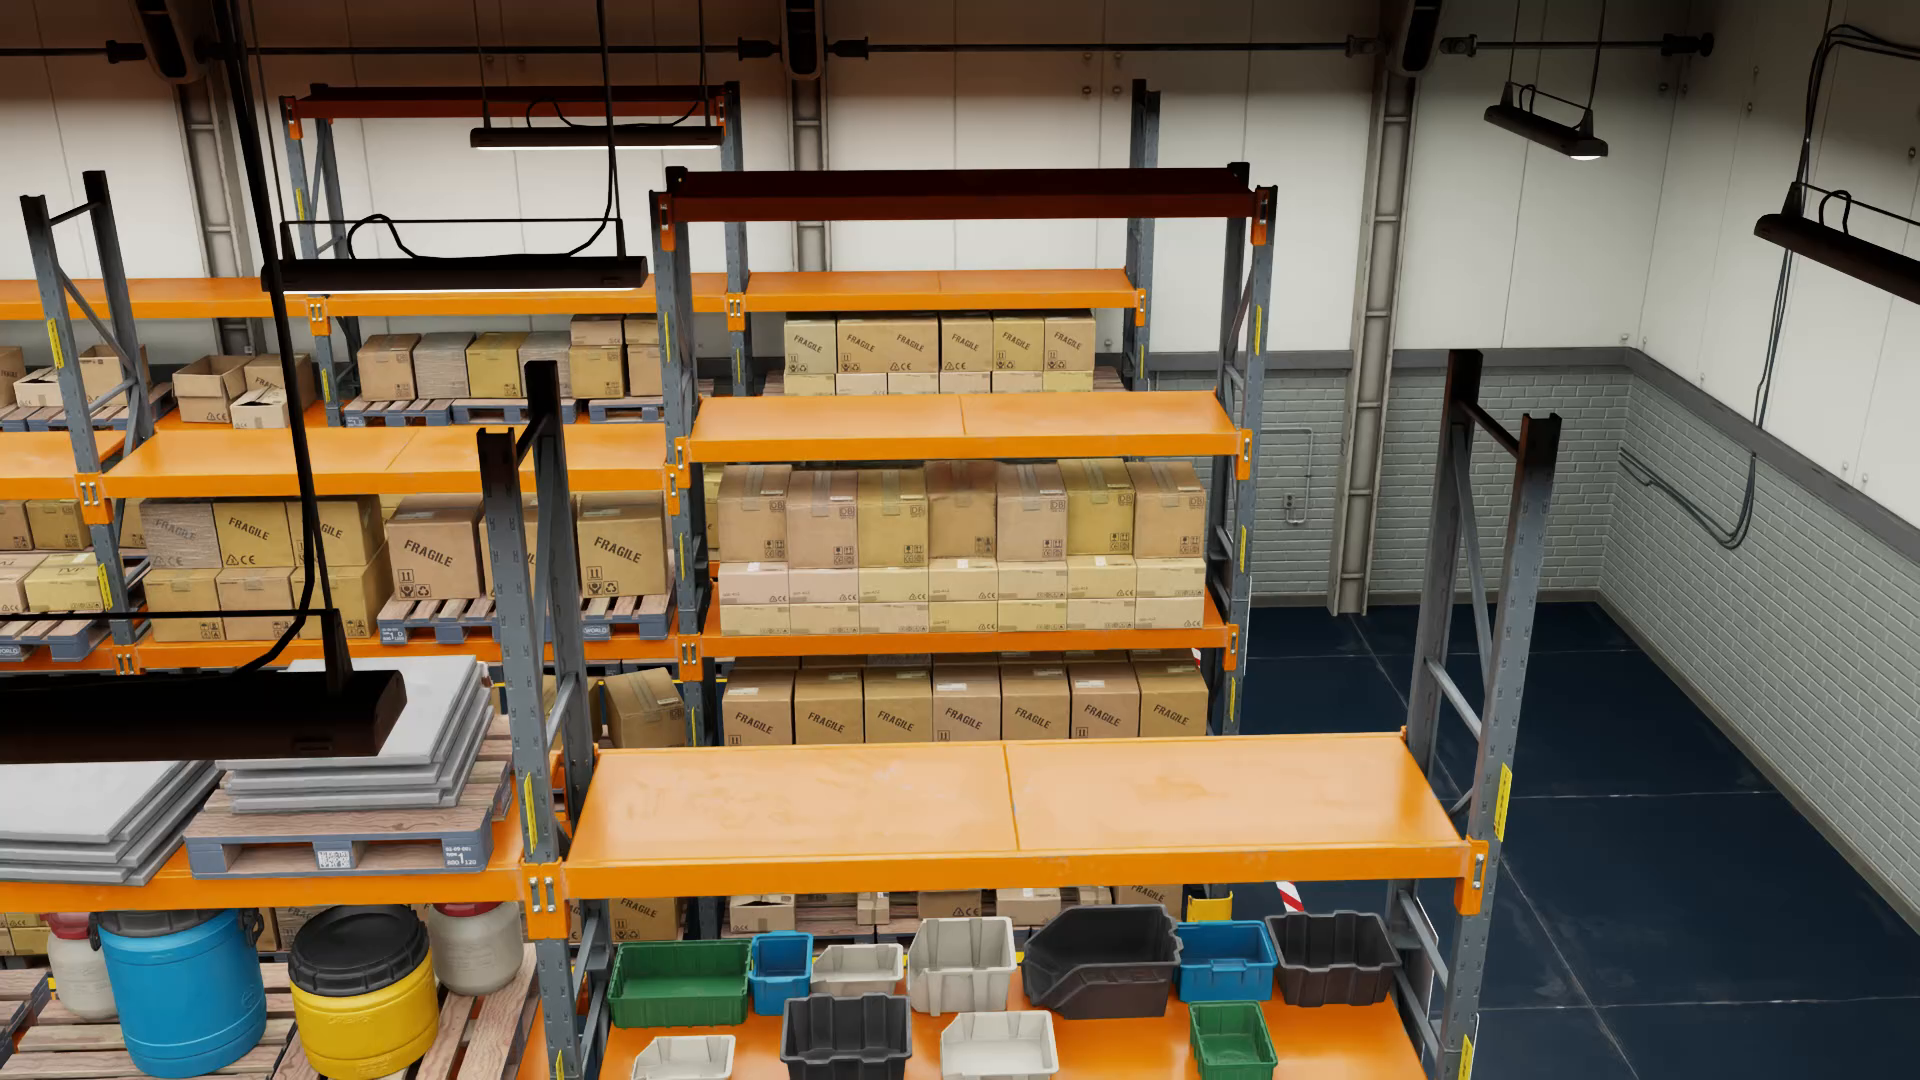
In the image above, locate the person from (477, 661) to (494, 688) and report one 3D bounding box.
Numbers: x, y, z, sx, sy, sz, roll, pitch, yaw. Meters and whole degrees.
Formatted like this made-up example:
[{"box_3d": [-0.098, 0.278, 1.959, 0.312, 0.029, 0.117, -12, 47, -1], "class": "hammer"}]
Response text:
[{"box_3d": [-4.563, 1.542, 15.478, 1.063, 1.361, 0.427, -7, 23, -17], "class": "person"}]
